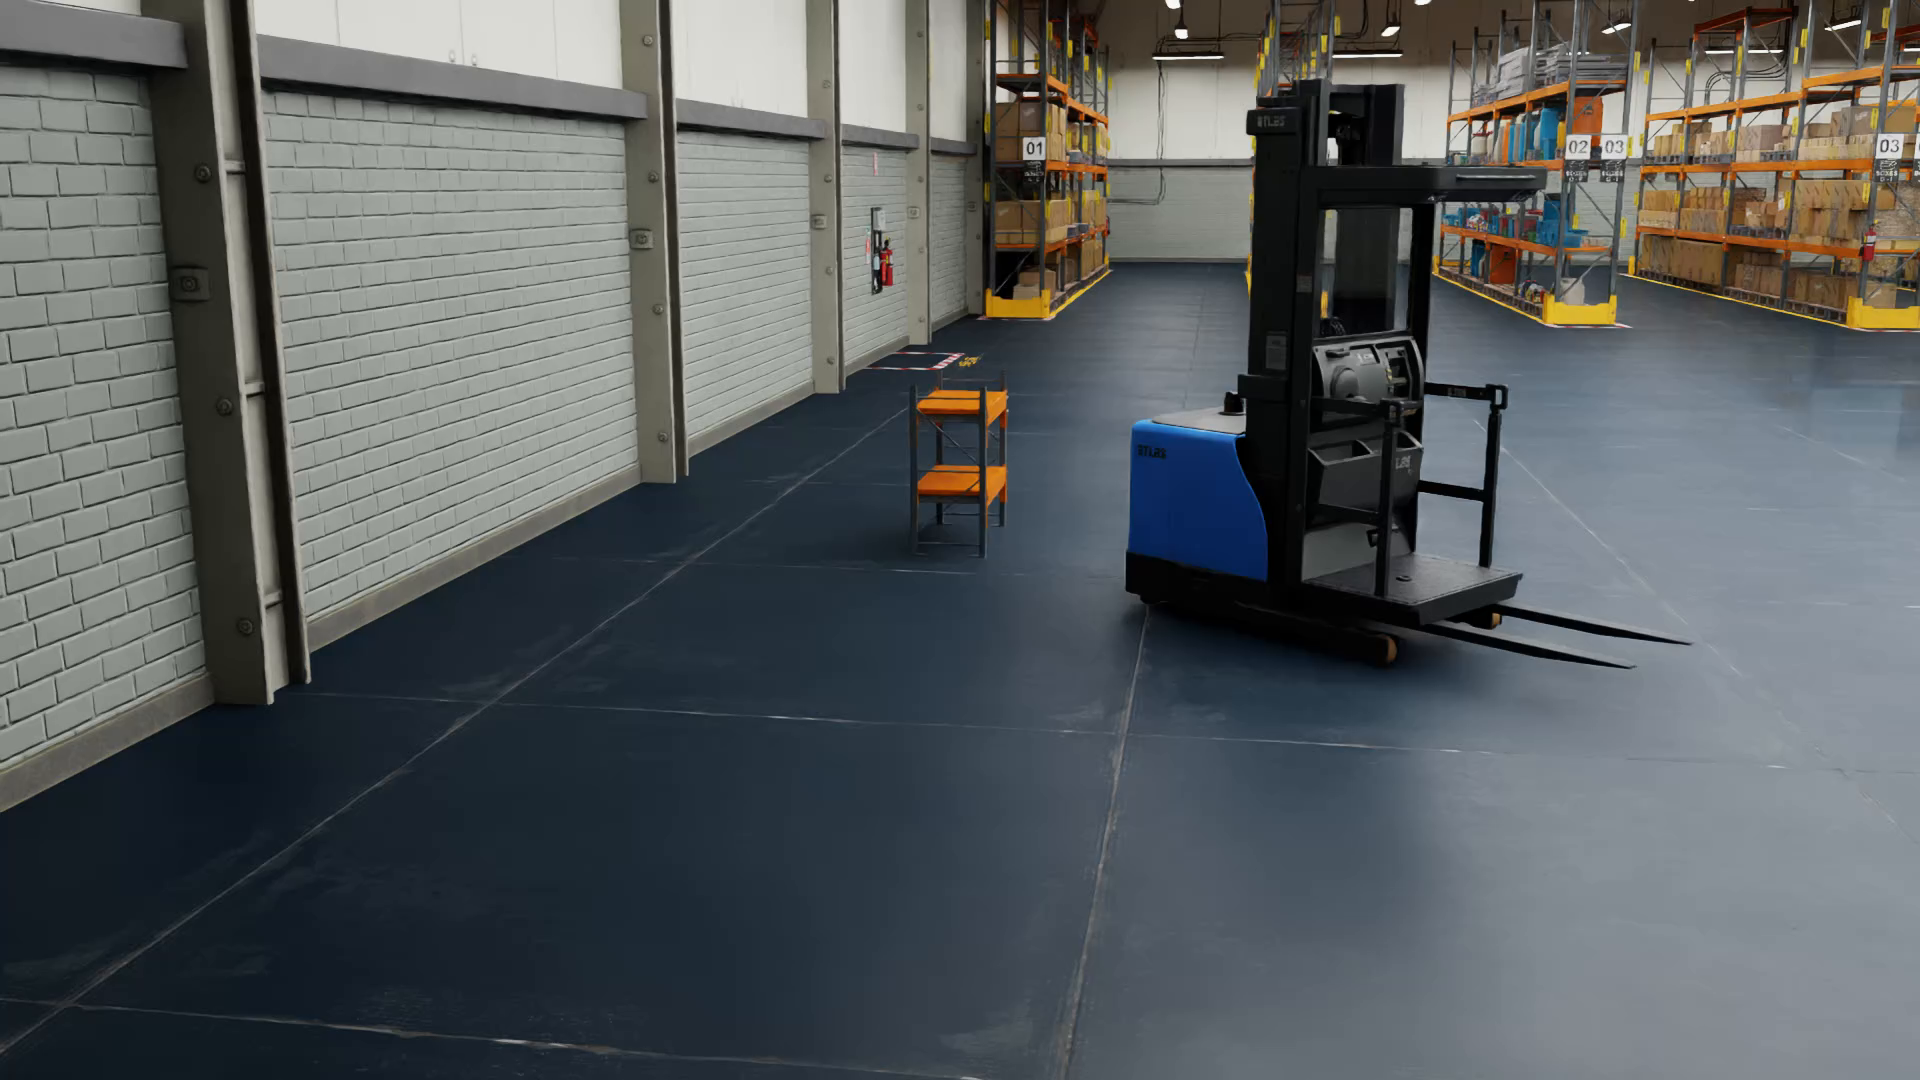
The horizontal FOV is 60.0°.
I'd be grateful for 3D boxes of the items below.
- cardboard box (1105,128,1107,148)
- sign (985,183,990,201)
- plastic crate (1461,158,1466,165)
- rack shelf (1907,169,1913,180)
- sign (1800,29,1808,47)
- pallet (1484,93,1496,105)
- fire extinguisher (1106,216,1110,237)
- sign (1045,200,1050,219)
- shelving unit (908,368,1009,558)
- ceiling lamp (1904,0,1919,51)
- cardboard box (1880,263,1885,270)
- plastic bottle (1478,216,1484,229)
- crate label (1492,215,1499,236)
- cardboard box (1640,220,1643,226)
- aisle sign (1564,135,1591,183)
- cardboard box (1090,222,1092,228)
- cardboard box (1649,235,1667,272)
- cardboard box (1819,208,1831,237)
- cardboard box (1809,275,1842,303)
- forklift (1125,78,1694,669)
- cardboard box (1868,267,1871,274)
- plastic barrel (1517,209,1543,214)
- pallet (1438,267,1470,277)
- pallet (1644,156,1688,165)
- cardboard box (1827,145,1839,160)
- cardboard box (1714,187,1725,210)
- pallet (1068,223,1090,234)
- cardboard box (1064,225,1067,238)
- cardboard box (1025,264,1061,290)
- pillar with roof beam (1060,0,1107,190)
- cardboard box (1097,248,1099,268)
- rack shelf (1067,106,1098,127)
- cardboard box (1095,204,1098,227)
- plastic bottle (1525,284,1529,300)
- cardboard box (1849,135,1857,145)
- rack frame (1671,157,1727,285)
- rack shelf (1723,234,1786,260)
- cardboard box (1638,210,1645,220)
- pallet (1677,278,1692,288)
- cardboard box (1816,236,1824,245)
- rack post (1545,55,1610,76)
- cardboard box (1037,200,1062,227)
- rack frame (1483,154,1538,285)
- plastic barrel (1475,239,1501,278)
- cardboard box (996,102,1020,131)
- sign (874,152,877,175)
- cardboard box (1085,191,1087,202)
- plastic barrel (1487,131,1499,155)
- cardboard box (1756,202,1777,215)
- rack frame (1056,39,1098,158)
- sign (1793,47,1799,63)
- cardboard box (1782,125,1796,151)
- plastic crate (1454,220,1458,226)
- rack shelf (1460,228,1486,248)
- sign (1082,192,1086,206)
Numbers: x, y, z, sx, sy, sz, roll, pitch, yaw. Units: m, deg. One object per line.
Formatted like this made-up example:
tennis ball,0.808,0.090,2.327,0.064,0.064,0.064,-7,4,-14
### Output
cardboard box,3.660,-10.737,44.415,0.500,0.500,0.500,2,12,8
sign,0.497,-6.296,30.089,0.100,0.325,0.005,2,12,9
plastic crate,12.444,-9.191,40.405,0.450,0.188,0.662,2,12,9
rack shelf,22.149,-8.086,36.484,1.077,0.370,4.000,2,12,9
sign,15.792,-9.388,31.102,0.100,0.325,0.005,2,12,9
pallet,12.203,-9.692,36.502,1.213,0.211,1.003,2,12,9
fire extinguisher,3.982,-8.680,45.721,0.296,0.674,0.183,2,12,9
sign,1.579,-5.959,29.969,0.100,0.325,0.005,2,12,9
shelving unit,0.001,-0.551,11.381,0.538,1.125,1.048,2,12,9
ceiling lamp,25.996,-14.505,43.583,2.000,3.185,0.800,2,12,9
cardboard box,22.244,-6.534,39.757,0.380,0.149,0.250,1,12,7
plastic bottle,11.944,-7.241,38.091,0.144,0.351,0.185,2,12,9
crate label,11.642,-6.717,35.457,0.502,0.435,0.616,2,12,9
cardboard box,17.768,-8.163,42.848,0.380,0.149,0.250,2,12,8
aisle sign,10.527,-6.498,28.354,0.394,0.787,0.004,2,12,9
cardboard box,3.033,-7.696,40.634,0.380,0.149,0.250,2,12,9
cardboard box,18.027,-7.244,42.033,0.875,0.875,0.875,2,12,9
cardboard box,16.004,-5.694,29.852,0.875,0.500,0.500,2,12,9
cardboard box,16.159,-4.686,31.056,0.500,0.500,0.500,6,14,27
forklift,2.332,-0.907,8.747,1.130,2.935,3.031,-11,16,-41
cardboard box,22.450,-6.611,40.821,0.380,0.149,0.250,2,12,9
plastic barrel,12.290,-6.858,35.872,0.600,0.536,0.708,2,12,9
pallet,13.127,-7.029,43.610,1.003,0.211,1.213,2,12,9
pallet,18.083,-9.671,42.338,1.003,0.211,1.213,2,12,9
cardboard box,15.782,-6.889,29.575,0.500,0.250,0.500,2,12,8
cardboard box,17.187,-7.564,36.852,0.797,0.503,0.637,2,12,10
pallet,2.269,-6.973,37.185,1.213,0.211,1.003,2,12,9
cardboard box,1.884,-6.214,33.516,0.500,0.250,0.500,2,12,9
cardboard box,1.754,-5.533,34.936,0.700,0.500,0.500,2,12,11
pillar with roof beam,7.318,-12.267,47.056,9.100,9.000,0.548,2,12,9
cardboard box,3.266,-7.398,43.639,0.700,0.500,0.500,2,12,10
rack shelf,2.580,-10.021,39.287,1.077,0.370,4.000,2,12,9
cardboard box,2.988,-8.310,42.223,0.980,0.700,0.700,2,12,10
plastic bottle,10.817,-4.725,31.703,0.061,0.283,0.133,2,12,11
cardboard box,15.565,-6.892,28.641,0.380,0.149,0.250,2,12,9
rack frame,17.571,-7.570,39.499,1.000,3.000,0.127,2,12,9
rack shelf,16.648,-5.969,33.779,1.077,0.370,4.000,2,12,9
cardboard box,17.846,-8.383,42.924,0.500,0.250,0.500,2,12,7
pallet,17.527,-6.044,39.036,1.003,0.211,1.213,2,12,9
cardboard box,15.793,-5.434,30.185,0.380,0.149,0.250,2,12,9
rack post,11.099,-8.532,29.905,0.937,0.300,0.954,2,12,8
cardboard box,1.731,-6.372,32.469,0.500,0.500,0.500,2,12,7
rack frame,12.062,-6.898,36.380,1.000,3.000,0.127,2,12,9
plastic barrel,12.468,-6.650,39.214,0.600,0.901,0.708,2,12,9
cardboard box,0.850,-7.665,30.164,0.500,0.500,0.500,2,12,11
sign,-1.145,-5.100,22.534,0.001,0.298,0.199,2,12,9
cardboard box,2.679,-7.987,38.665,0.500,0.250,0.500,2,12,8
plastic barrel,12.186,-9.010,37.740,0.433,0.535,0.433,0,12,0
cardboard box,16.926,-6.758,34.499,0.700,0.500,0.500,4,13,17
rack frame,2.888,-10.984,41.101,1.000,3.000,0.127,2,12,9
sign,17.494,-10.150,34.824,0.100,0.325,0.005,2,12,9
cardboard box,16.655,-7.917,32.750,0.797,0.503,0.637,2,12,11
plastic crate,12.648,-8.003,41.992,0.293,0.136,0.466,2,12,9
rack shelf,12.370,-6.962,38.388,1.077,0.370,4.000,2,12,9
sign,2.811,-7.730,37.683,0.100,0.325,0.005,2,12,9
